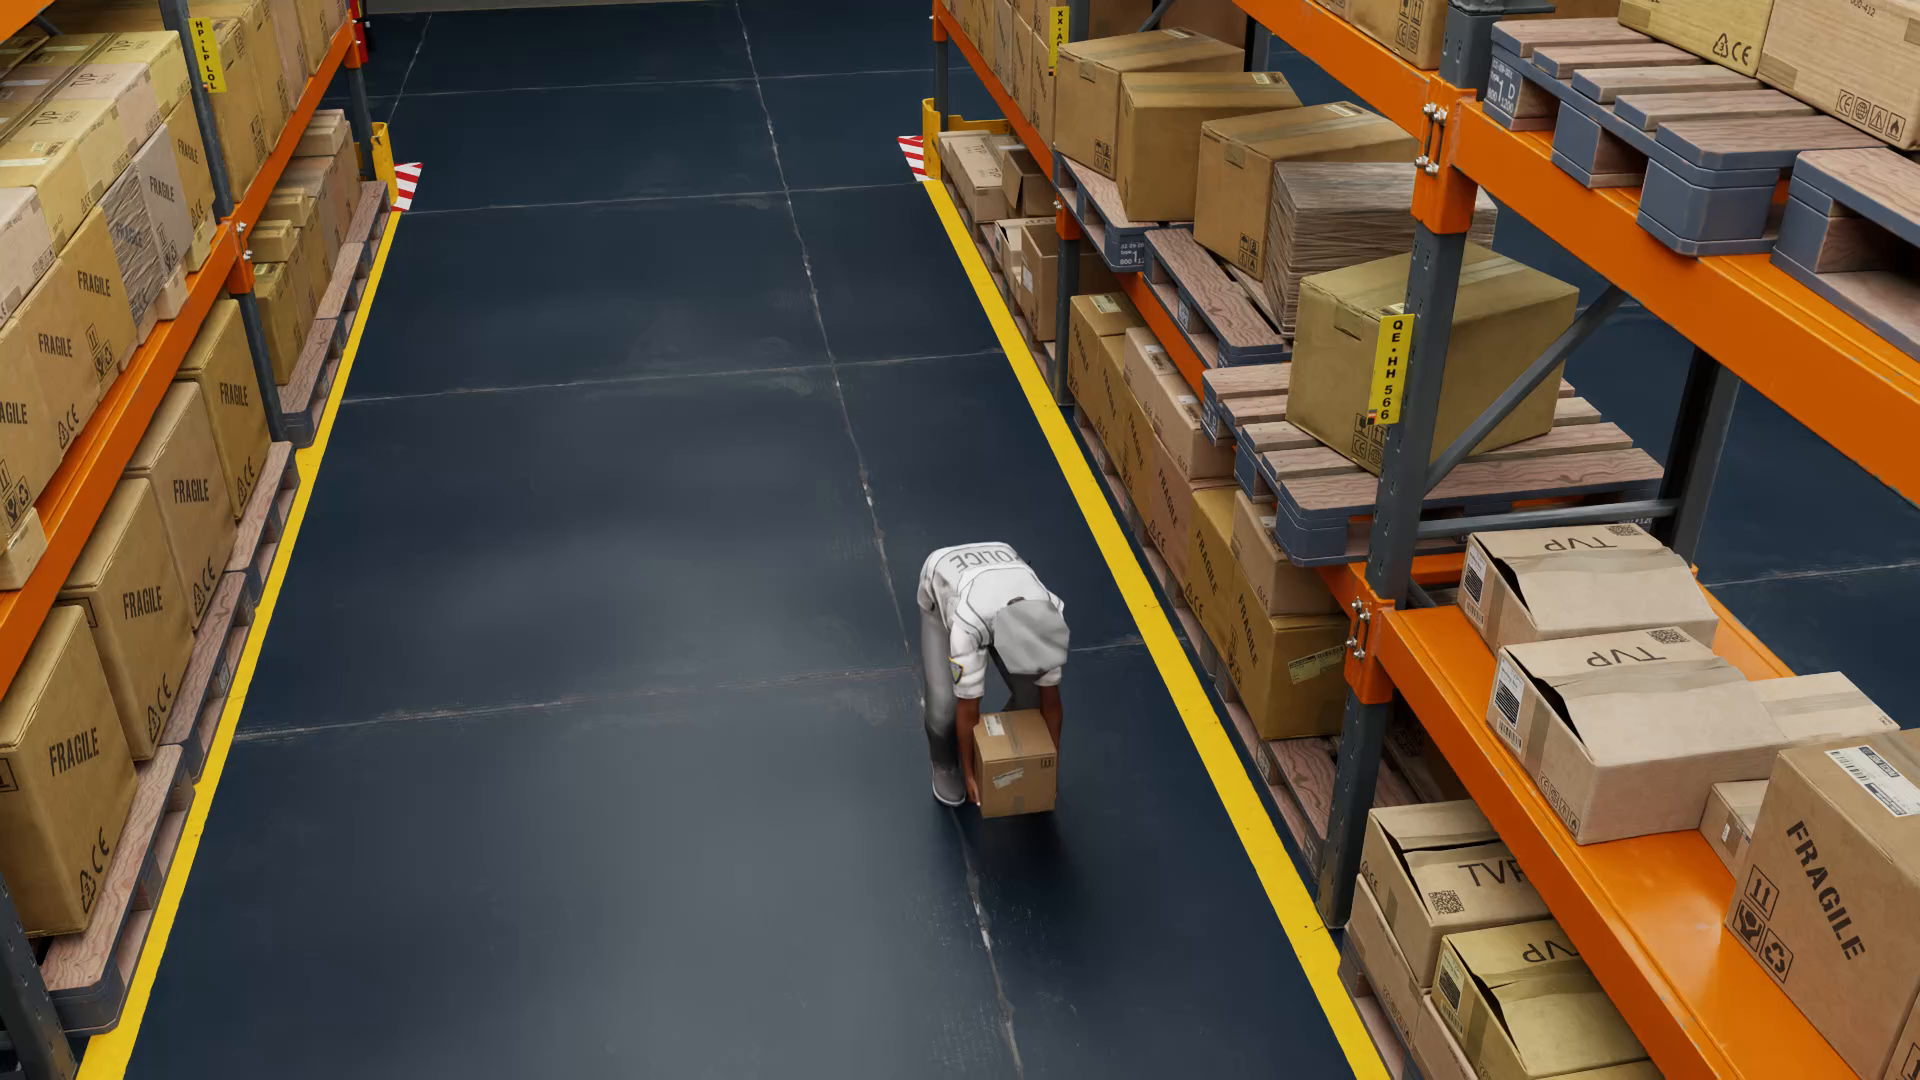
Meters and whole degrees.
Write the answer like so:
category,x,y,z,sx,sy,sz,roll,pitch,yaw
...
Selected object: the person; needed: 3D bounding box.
category,x,y,z,sx,sy,sz,roll,pitch,yaw
person,0.114,0.525,5.805,0.443,1.102,0.930,-7,32,-12
